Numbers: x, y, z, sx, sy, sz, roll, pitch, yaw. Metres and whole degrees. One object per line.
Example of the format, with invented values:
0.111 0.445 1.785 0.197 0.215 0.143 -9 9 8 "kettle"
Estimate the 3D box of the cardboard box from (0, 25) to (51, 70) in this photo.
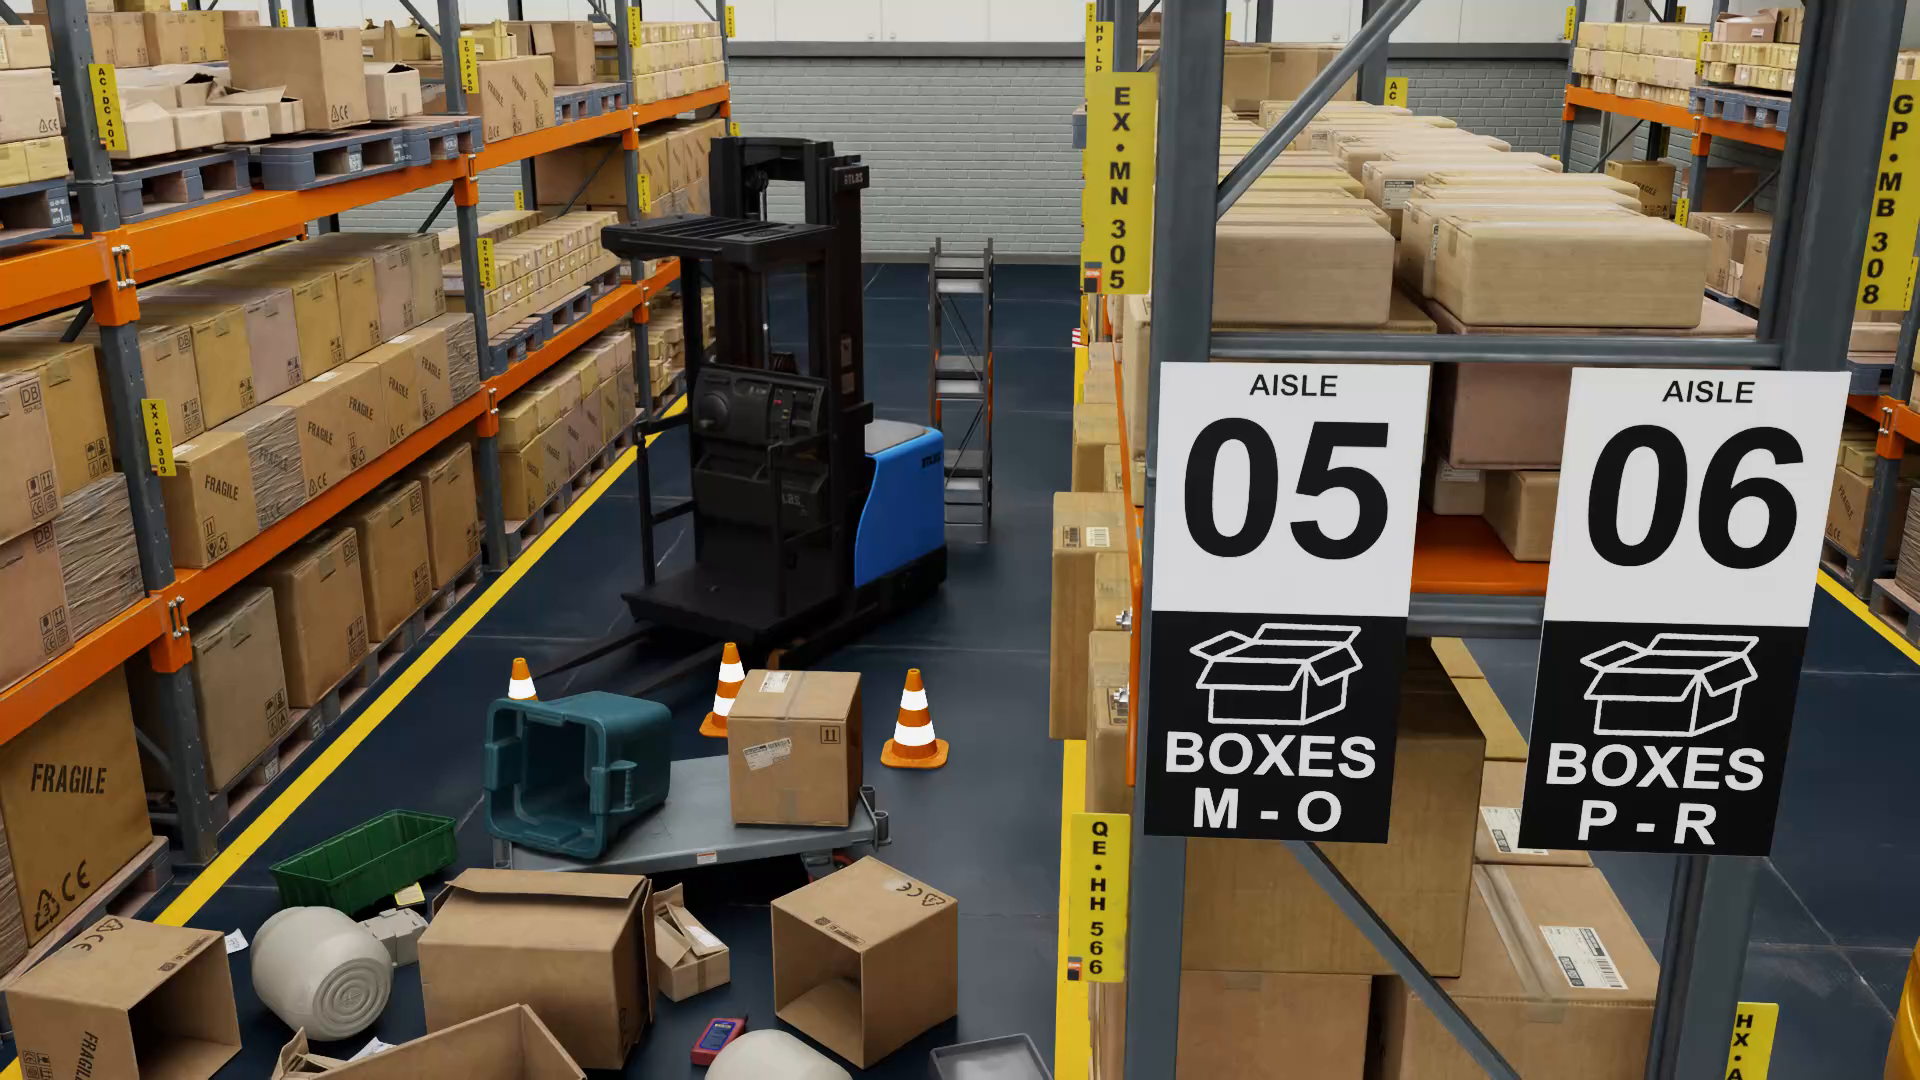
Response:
-3.577 -1.797 6.060 0.380 0.149 0.250 1 18 3 "cardboard box"

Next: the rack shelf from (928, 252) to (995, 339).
0.012 -1.701 11.539 0.431 0.518 0.480 1 18 4 "rack shelf"

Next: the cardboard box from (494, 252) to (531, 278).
-3.297 -1.972 11.897 0.380 0.149 0.250 1 18 2 "cardboard box"

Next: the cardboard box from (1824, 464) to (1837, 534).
6.176 -0.342 11.490 0.500 0.500 0.500 1 18 3 "cardboard box"

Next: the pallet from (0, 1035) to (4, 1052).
-4.086 1.954 5.621 1.003 0.211 1.213 1 18 4 "pallet"

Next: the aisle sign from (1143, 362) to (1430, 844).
0.496 0.113 2.585 0.394 0.787 0.004 1 18 4 "aisle sign"

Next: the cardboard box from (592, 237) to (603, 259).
-3.165 -2.405 13.697 0.380 0.149 0.250 2 18 6 "cardboard box"

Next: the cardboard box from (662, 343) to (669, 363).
-3.017 -1.803 16.034 0.380 0.149 0.250 0 18 1 "cardboard box"

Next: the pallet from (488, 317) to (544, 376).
-3.637 -1.361 11.566 1.213 0.211 1.003 1 18 4 "pallet"

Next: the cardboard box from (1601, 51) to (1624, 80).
6.518 -4.571 16.001 0.500 0.250 0.500 1 18 2 "cardboard box"

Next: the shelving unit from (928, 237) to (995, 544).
0.012 -1.049 11.753 0.431 2.100 0.503 1 18 4 "shelving unit"

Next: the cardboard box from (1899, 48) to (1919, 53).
6.611 -3.401 11.758 0.380 0.149 0.250 2 18 5 "cardboard box"

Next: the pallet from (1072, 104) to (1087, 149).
1.356 -2.686 10.788 1.213 0.211 1.003 2 18 6 "pallet"

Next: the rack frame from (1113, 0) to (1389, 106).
1.076 -2.757 5.886 1.000 3.000 0.127 1 18 4 "rack frame"

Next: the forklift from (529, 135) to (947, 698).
-1.298 -0.773 9.576 1.130 2.935 3.031 11 21 30 "forklift"

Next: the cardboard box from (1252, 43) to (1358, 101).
1.544 -2.025 7.233 0.500 0.250 0.500 1 18 3 "cardboard box"

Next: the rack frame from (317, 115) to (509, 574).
-3.582 -1.228 10.853 1.000 3.000 0.127 1 18 4 "rack frame"

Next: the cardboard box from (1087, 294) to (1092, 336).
1.222 -1.715 12.579 0.500 0.250 0.500 1 18 3 "cardboard box"

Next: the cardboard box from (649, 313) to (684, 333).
-2.926 -2.185 16.722 0.380 0.149 0.250 1 18 4 "cardboard box"

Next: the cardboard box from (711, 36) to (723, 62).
-2.787 -5.156 17.461 0.500 0.250 0.500 1 18 2 "cardboard box"

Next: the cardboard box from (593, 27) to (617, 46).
-3.032 -4.336 14.320 0.380 0.149 0.250 1 18 3 "cardboard box"

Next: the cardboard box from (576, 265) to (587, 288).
-3.196 -2.100 13.244 0.380 0.149 0.250 1 18 2 "cardboard box"

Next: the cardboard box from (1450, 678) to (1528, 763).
1.169 0.687 4.372 0.500 0.500 0.500 1 18 3 "cardboard box"

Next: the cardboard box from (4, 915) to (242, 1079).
-2.956 1.706 5.909 0.500 0.500 0.500 4 19 13 "cardboard box"

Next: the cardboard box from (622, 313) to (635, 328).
-3.382 -2.196 16.755 0.380 0.149 0.250 1 18 4 "cardboard box"

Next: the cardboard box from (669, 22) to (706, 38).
-2.783 -5.145 16.789 0.380 0.149 0.250 2 18 5 "cardboard box"

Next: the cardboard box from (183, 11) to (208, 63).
-8.081 -5.078 16.791 0.700 0.500 0.500 0 18 0 "cardboard box"

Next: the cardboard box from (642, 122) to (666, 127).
-3.335 -4.086 17.332 0.500 0.500 0.500 2 18 6 "cardboard box"

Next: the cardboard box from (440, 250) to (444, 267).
-3.949 -1.996 11.970 0.380 0.149 0.250 2 18 6 "cardboard box"

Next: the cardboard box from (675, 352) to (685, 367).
-2.896 -1.825 16.579 0.380 0.149 0.250 1 18 2 "cardboard box"

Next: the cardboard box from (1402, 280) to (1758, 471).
1.091 -0.310 2.998 0.500 0.250 0.500 1 18 3 "cardboard box"

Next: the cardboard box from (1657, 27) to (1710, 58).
6.425 -4.335 14.477 0.500 0.250 0.500 1 18 3 "cardboard box"

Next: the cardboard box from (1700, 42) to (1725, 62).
6.142 -3.893 13.260 0.380 0.149 0.250 2 18 6 "cardboard box"

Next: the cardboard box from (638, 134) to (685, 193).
-2.930 -3.586 15.806 0.500 0.500 0.500 2 18 5 "cardboard box"

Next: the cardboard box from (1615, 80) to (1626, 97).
6.426 -4.262 15.699 0.380 0.149 0.250 1 18 4 "cardboard box"

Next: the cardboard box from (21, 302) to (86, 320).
-8.261 -1.603 14.736 1.225 0.875 0.875 1 18 4 "cardboard box"

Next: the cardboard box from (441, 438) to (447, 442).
-3.794 -0.814 11.726 0.500 0.250 0.500 1 18 3 "cardboard box"

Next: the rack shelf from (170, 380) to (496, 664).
-3.725 -0.265 9.070 1.077 0.370 4.000 1 18 4 "rack shelf"

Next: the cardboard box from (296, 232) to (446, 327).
-3.624 -1.611 10.257 0.700 0.500 0.500 1 18 4 "cardboard box"

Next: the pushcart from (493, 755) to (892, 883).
-1.201 1.304 7.337 1.648 0.377 0.936 -5 19 -15 "pushcart"

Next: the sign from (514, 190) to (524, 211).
-3.837 -2.891 14.540 0.100 0.325 0.005 1 18 4 "sign"

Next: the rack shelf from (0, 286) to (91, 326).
-8.378 -1.649 13.295 1.077 0.370 4.000 1 18 4 "rack shelf"

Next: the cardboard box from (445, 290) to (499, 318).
-3.347 -1.595 11.225 0.380 0.149 0.250 2 18 6 "cardboard box"

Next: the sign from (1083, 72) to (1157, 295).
0.237 -0.529 2.481 0.100 0.325 0.005 1 18 4 "sign"

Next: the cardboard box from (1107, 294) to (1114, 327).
0.629 -0.723 4.898 0.380 0.149 0.250 1 18 3 "cardboard box"

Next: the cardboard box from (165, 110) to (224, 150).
-3.546 -1.855 7.519 0.250 0.149 0.380 1 18 4 "cardboard box"

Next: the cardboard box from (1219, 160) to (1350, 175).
0.670 -0.773 3.771 0.380 0.149 0.250 1 18 4 "cardboard box"

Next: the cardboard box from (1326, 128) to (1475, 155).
1.245 -1.084 4.719 0.380 0.149 0.250 1 18 5 "cardboard box"

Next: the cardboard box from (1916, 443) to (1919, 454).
6.708 -0.596 11.223 0.380 0.149 0.250 2 18 6 "cardboard box"

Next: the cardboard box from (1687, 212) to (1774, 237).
6.343 -2.383 13.544 0.700 0.500 0.500 2 18 5 "cardboard box"

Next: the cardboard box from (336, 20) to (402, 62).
-3.812 -3.196 10.653 0.396 0.266 0.258 1 18 4 "cardboard box"

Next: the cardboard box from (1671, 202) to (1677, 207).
7.081 -3.285 16.894 0.500 0.250 0.500 1 18 4 "cardboard box"

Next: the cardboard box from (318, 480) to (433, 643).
-3.774 0.100 9.738 1.050 0.750 0.750 2 18 5 "cardboard box"
